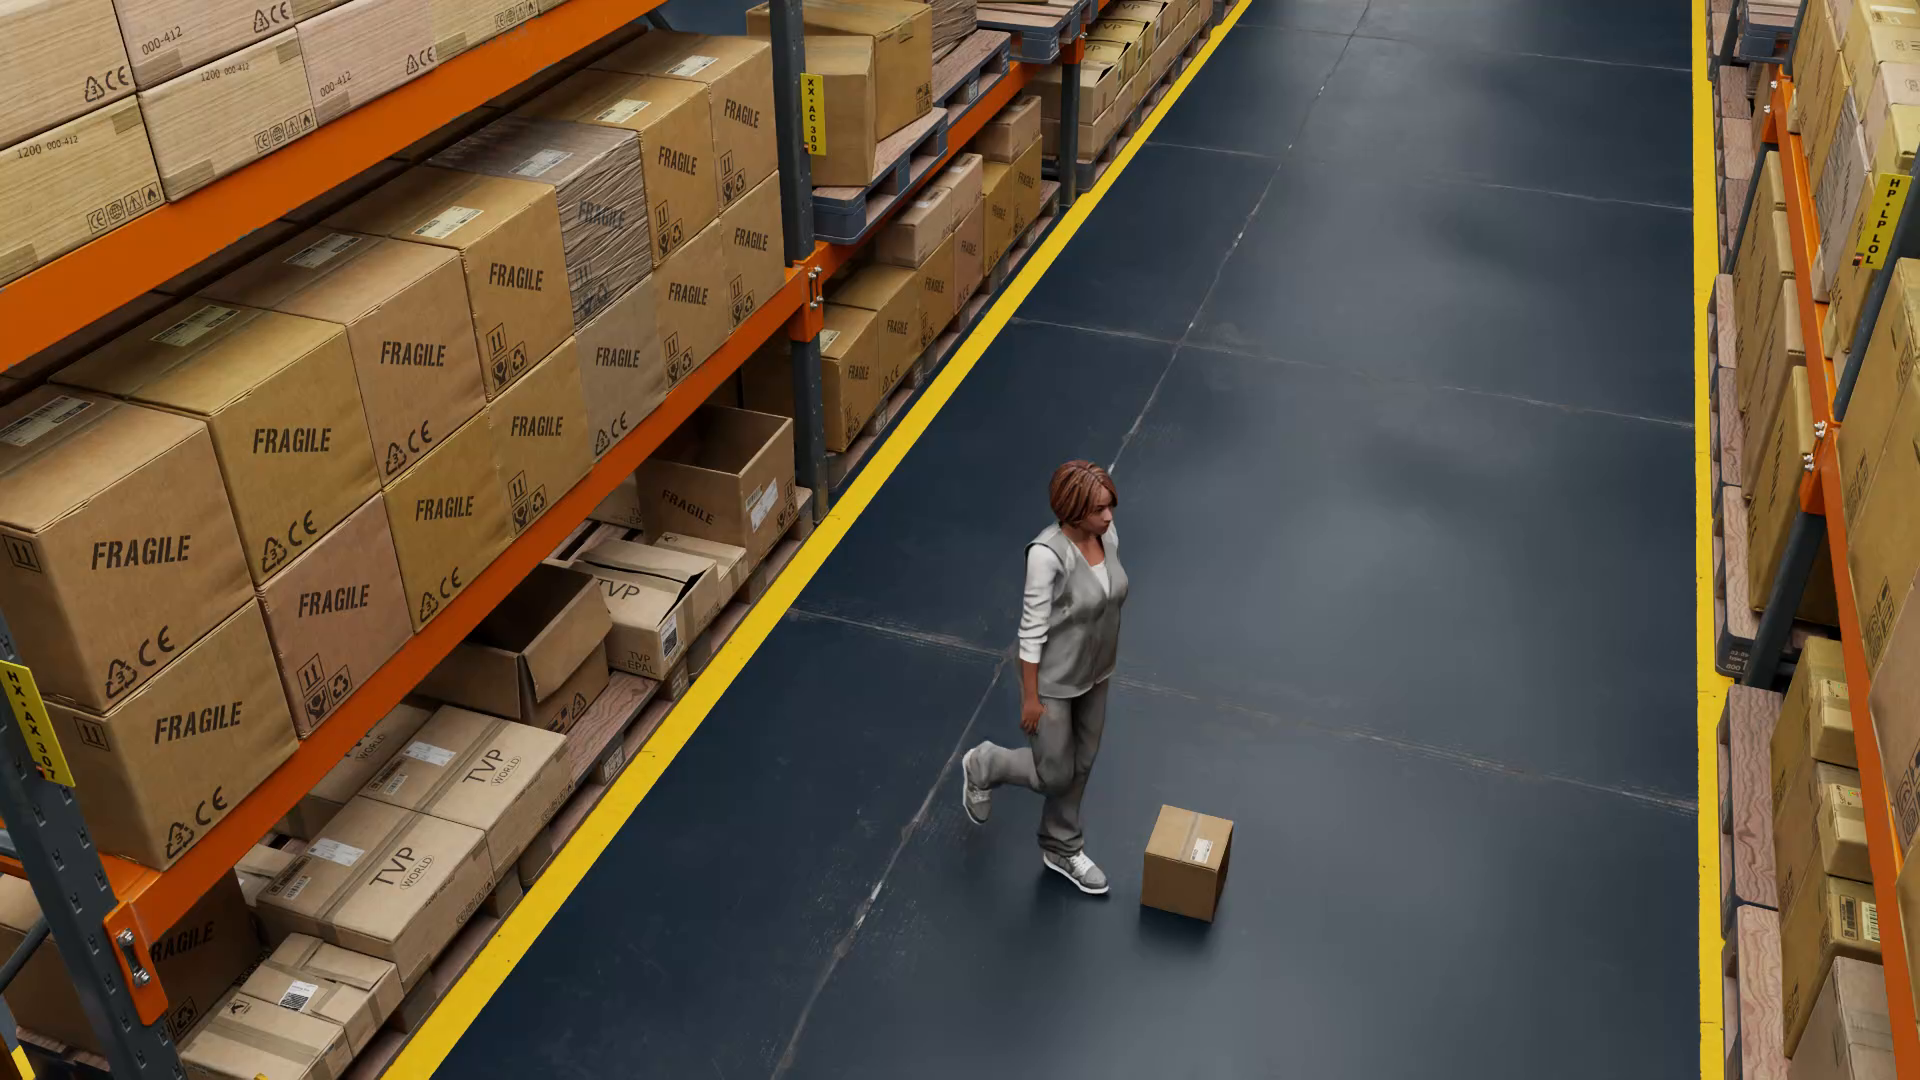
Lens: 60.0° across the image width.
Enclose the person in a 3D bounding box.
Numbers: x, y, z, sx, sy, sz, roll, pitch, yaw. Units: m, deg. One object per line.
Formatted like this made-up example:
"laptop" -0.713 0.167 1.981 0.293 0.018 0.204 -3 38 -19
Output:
"person" 0.310 0.435 5.470 0.492 1.602 0.464 24 40 31
